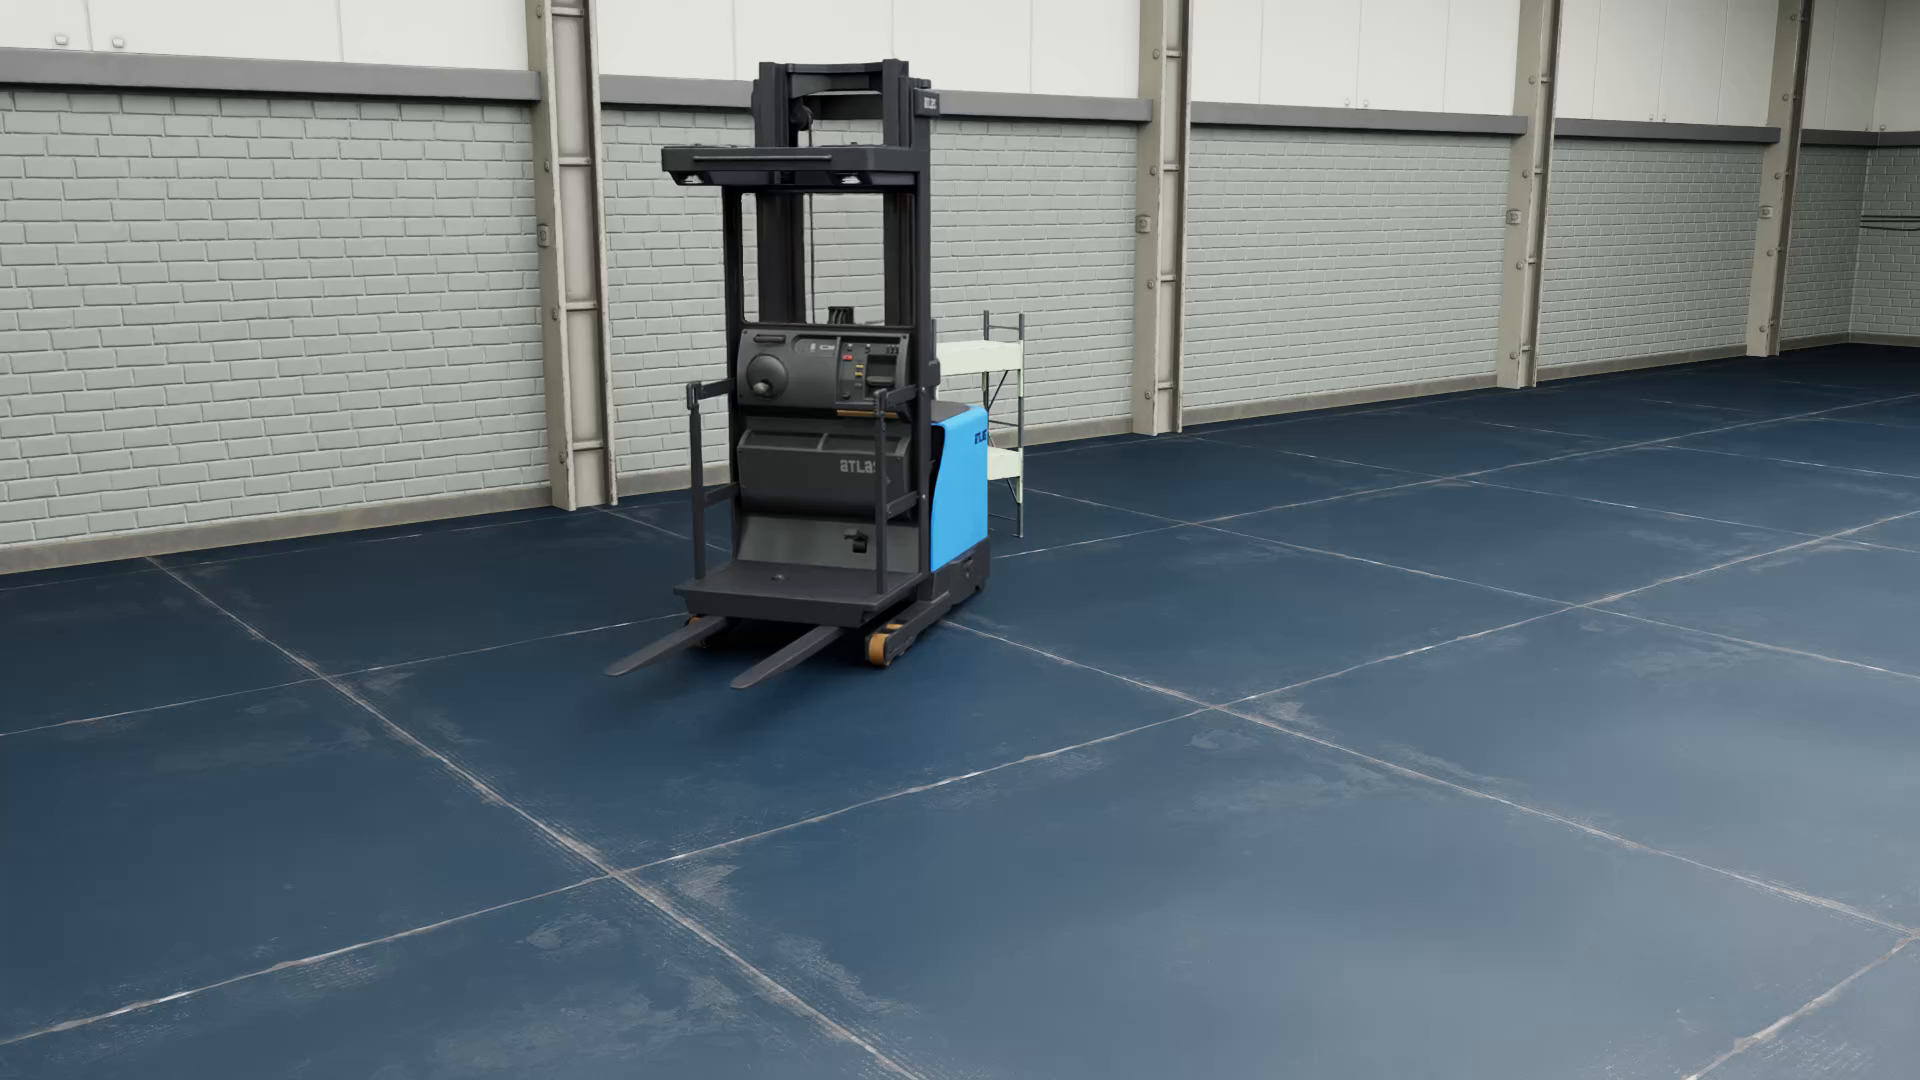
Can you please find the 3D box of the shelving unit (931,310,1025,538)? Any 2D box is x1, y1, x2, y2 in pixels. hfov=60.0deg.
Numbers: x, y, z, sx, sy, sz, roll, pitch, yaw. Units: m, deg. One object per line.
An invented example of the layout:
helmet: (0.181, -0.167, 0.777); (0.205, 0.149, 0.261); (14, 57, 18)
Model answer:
shelving unit: (0.005, -0.735, 10.977); (0.755, 1.500, 0.431); (-9, 15, -38)

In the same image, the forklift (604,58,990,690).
forklift: (-0.771, -0.904, 8.330); (1.130, 2.935, 3.031); (4, 13, 18)

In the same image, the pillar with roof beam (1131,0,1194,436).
pillar with roof beam: (4.582, -4.746, 11.813); (0.400, 9.000, 9.100); (-9, 15, -38)

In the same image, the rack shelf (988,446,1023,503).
rack shelf: (0.005, -0.416, 11.045); (0.720, 0.370, 0.431); (-9, 15, -38)

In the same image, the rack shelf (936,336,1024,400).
rack shelf: (0.005, -1.116, 10.896); (0.720, 0.370, 0.431); (-9, 15, -38)

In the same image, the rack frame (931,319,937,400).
rack frame: (-0.281, -0.687, 10.753); (0.023, 1.500, 0.400); (-9, 15, -38)

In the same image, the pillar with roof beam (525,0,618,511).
pillar with roof beam: (-0.103, -3.967, 8.146); (0.400, 9.000, 9.100); (-9, 15, -38)

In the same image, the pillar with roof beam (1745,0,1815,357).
pillar with roof beam: (13.952, -6.303, 19.146); (0.400, 9.000, 9.100); (-9, 15, -38)

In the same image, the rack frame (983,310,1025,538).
rack frame: (0.291, -0.782, 11.201); (0.023, 1.500, 0.400); (-9, 15, -38)

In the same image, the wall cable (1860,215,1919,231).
wall cable: (14.389, -5.650, 23.547); (0.112, 2.526, 3.097); (-9, 15, -38)

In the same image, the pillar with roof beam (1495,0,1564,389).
pillar with roof beam: (9.267, -5.524, 15.479); (0.400, 9.000, 9.100); (-9, 15, -38)
